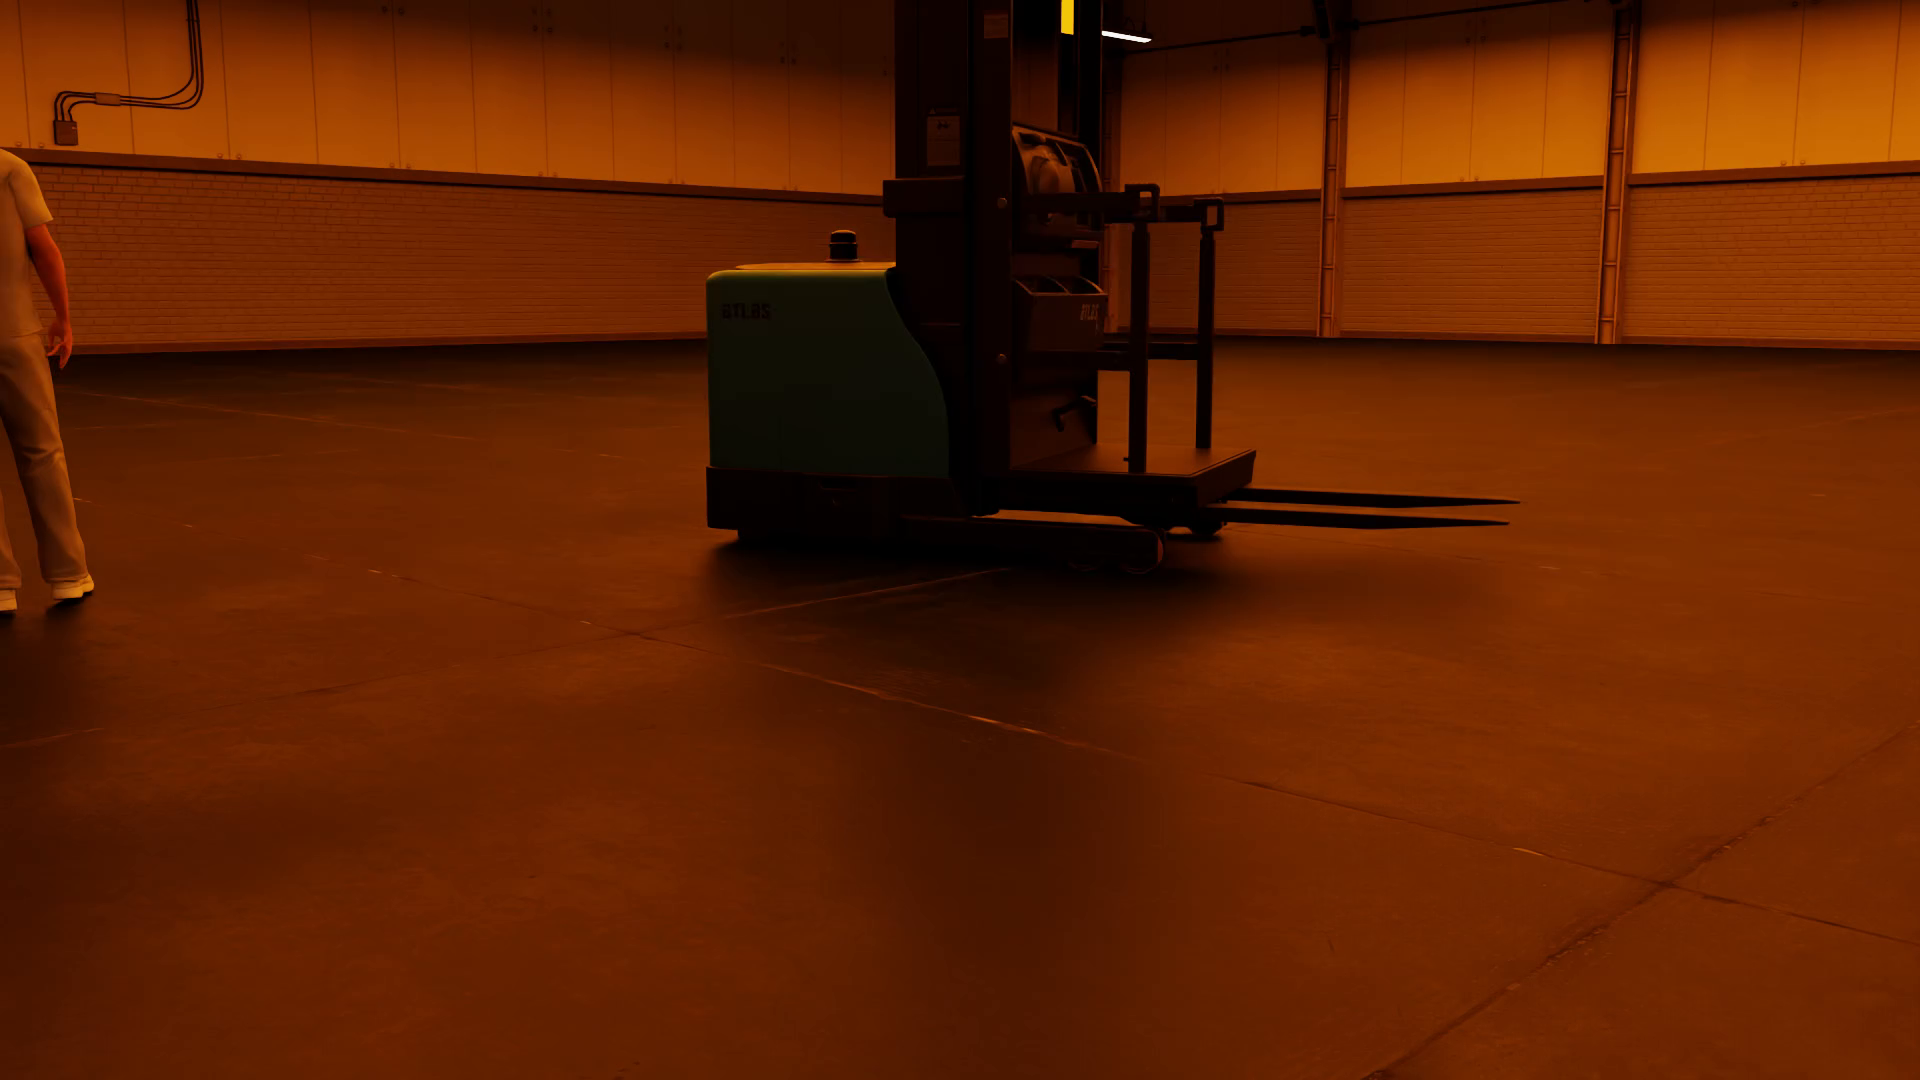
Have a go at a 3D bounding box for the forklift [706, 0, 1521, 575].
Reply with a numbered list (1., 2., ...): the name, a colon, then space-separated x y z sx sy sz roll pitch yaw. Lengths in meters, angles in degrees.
1. forklift: 0.565 -1.416 6.275 3.031 2.935 1.130 3 9 22

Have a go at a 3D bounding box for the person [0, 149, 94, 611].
1. person: -3.027 -0.606 5.132 0.548 1.651 0.549 -5 10 -31
